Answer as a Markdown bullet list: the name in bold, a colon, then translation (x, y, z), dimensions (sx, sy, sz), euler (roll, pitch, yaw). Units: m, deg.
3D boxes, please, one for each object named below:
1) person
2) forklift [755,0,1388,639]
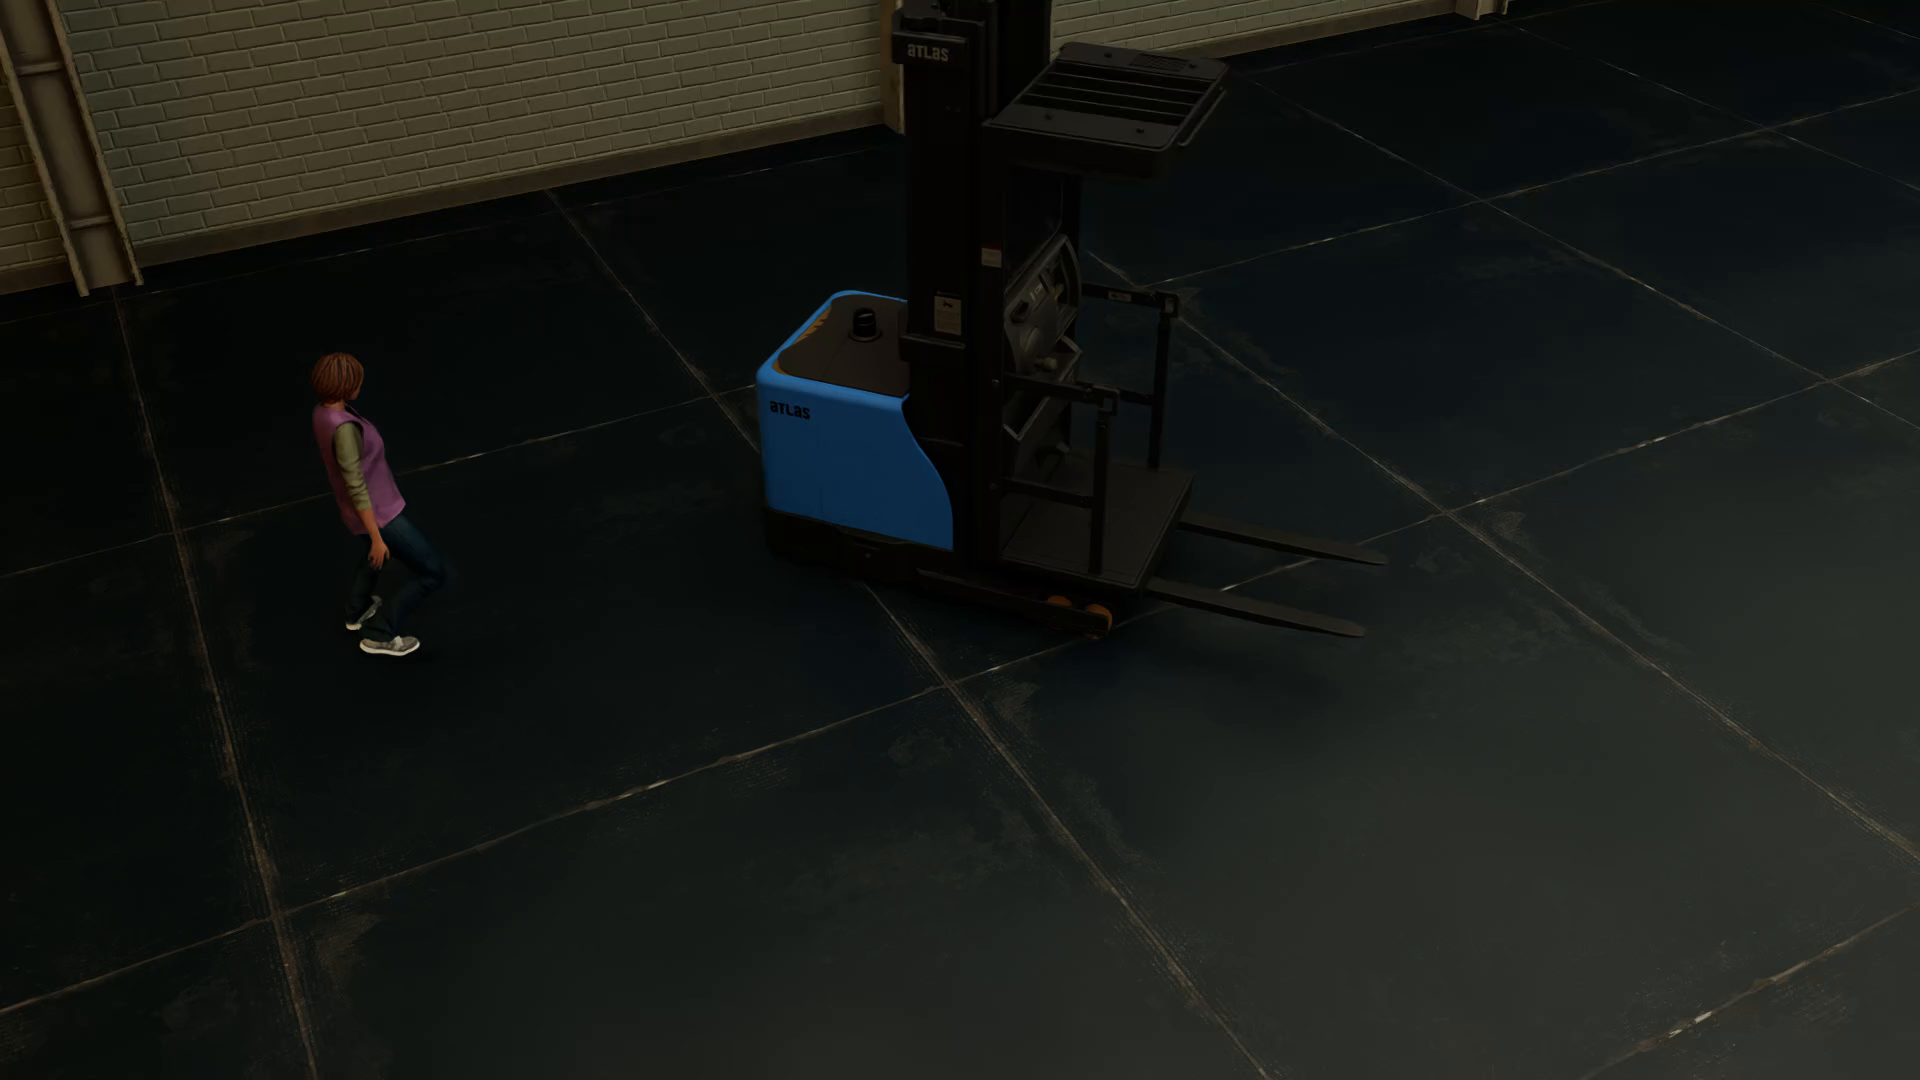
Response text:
- **person**: translation (-2.675, -0.143, 7.569), dimensions (0.459, 1.512, 0.744), euler (-18, 39, -23)
- **forklift**: translation (0.570, -1.070, 7.637), dimensions (3.031, 2.935, 1.130), euler (13, 37, 17)
